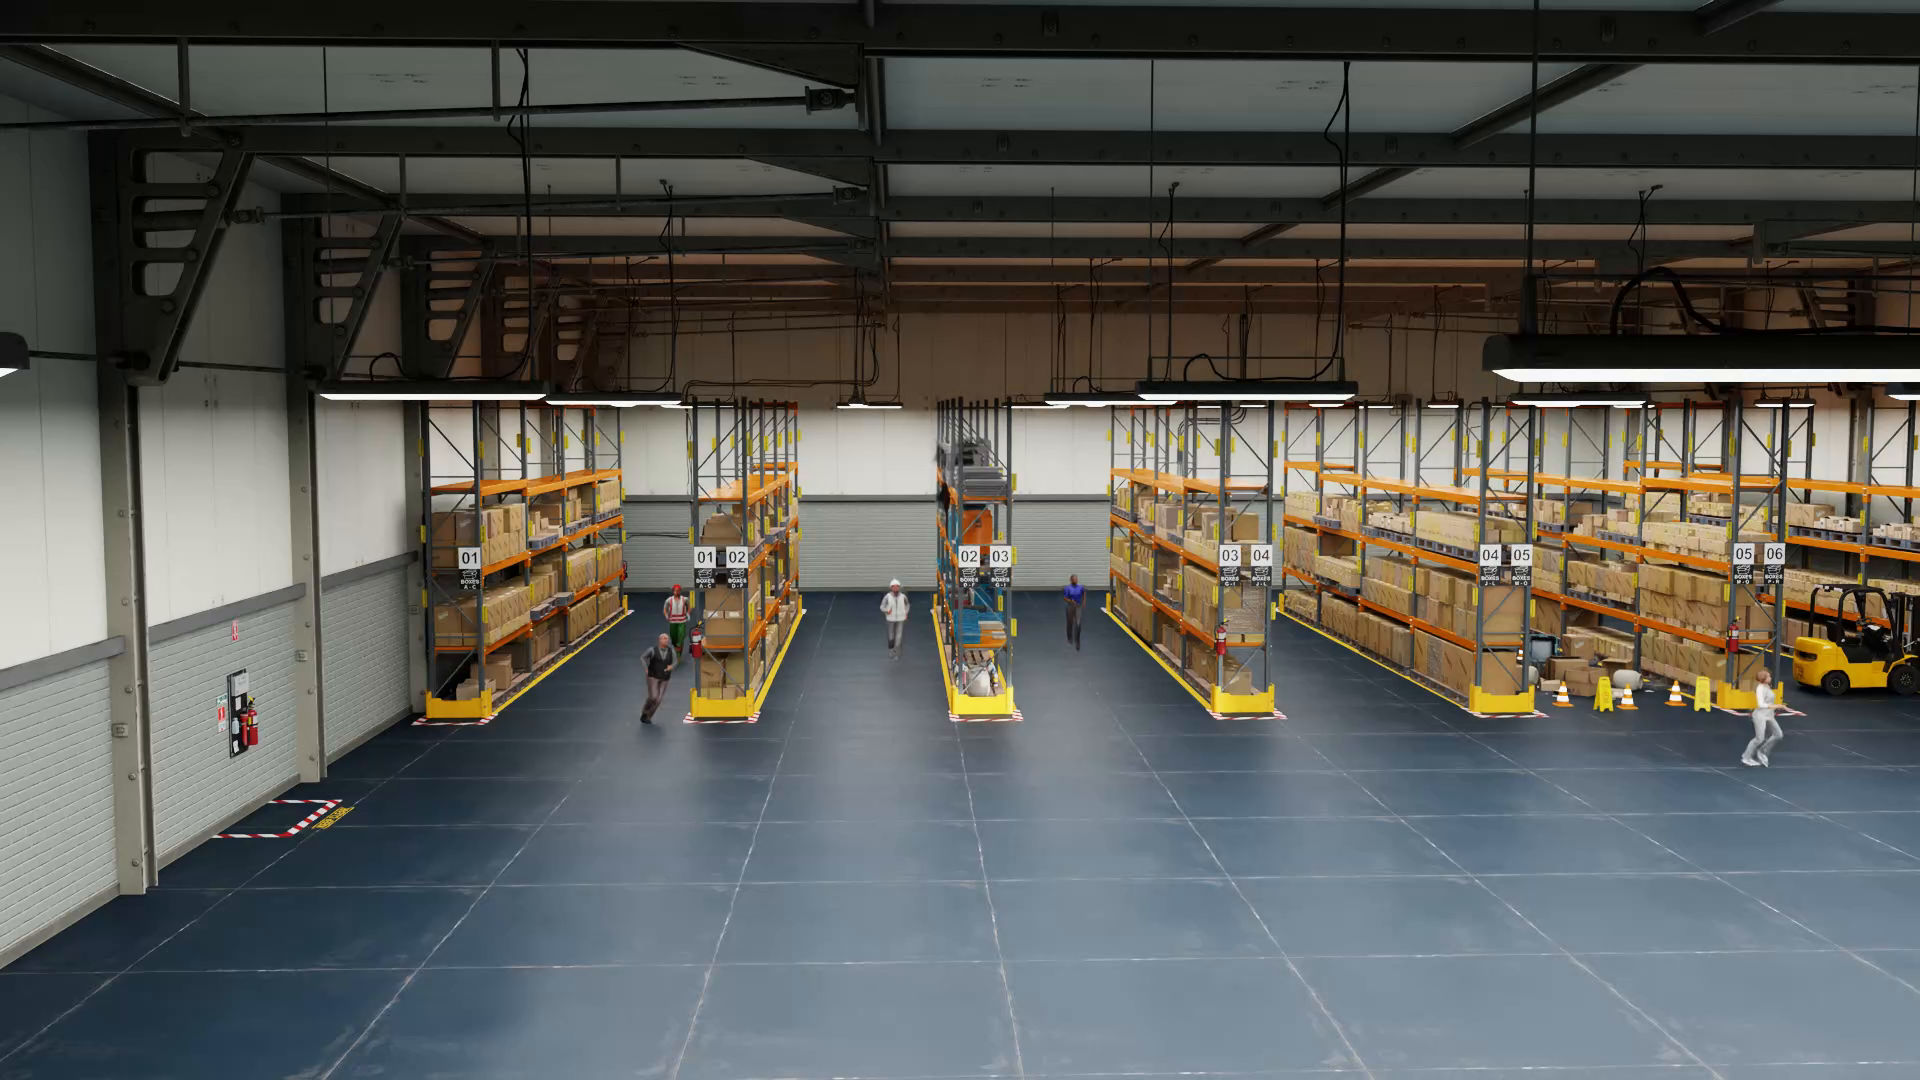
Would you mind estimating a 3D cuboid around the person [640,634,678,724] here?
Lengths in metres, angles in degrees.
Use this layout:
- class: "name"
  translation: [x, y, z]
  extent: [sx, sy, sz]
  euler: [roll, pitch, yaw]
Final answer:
- class: "person"
  translation: [-5.506, 2.539, 30.488]
  extent: [0.712, 1.644, 0.592]
  euler: [-3, 5, -30]

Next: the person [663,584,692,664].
- class: "person"
  translation: [-6.472, 1.902, 38.132]
  extent: [0.656, 1.783, 0.899]
  euler: [-1, 4, -9]

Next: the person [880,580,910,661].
- class: "person"
  translation: [-1.408, 1.750, 36.402]
  extent: [0.664, 1.754, 0.656]
  euler: [-1, 4, -8]

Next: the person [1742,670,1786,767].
- class: "person"
  translation: [12.896, 2.863, 26.642]
  extent: [0.510, 1.578, 0.644]
  euler: [-4, 6, -41]

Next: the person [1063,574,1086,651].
- class: "person"
  translation: [2.650, 1.675, 38.432]
  extent: [0.584, 1.766, 0.700]
  euler: [0, 4, -6]
